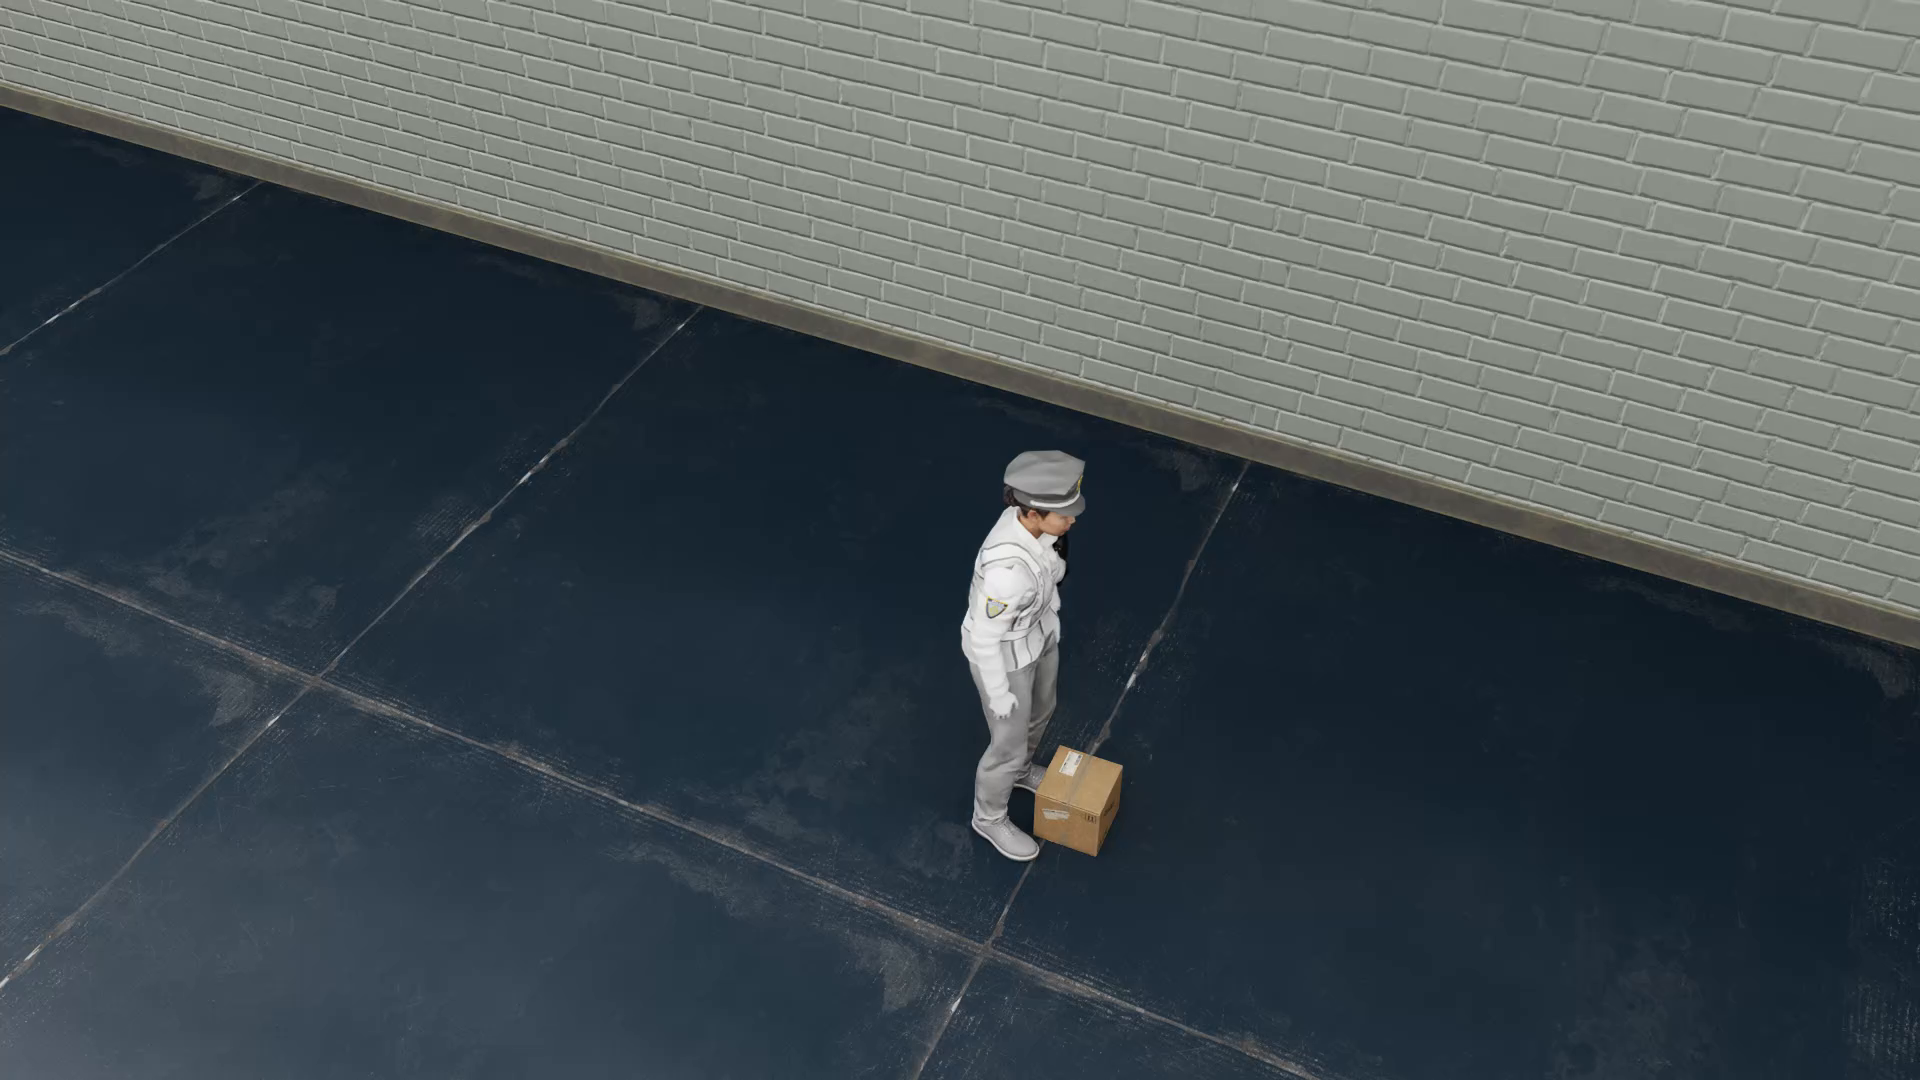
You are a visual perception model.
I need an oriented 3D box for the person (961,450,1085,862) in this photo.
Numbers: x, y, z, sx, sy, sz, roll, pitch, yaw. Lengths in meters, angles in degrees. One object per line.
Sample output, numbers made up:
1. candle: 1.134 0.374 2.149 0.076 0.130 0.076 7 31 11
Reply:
1. person: 0.210 0.382 5.740 0.375 1.660 0.526 17 45 18
